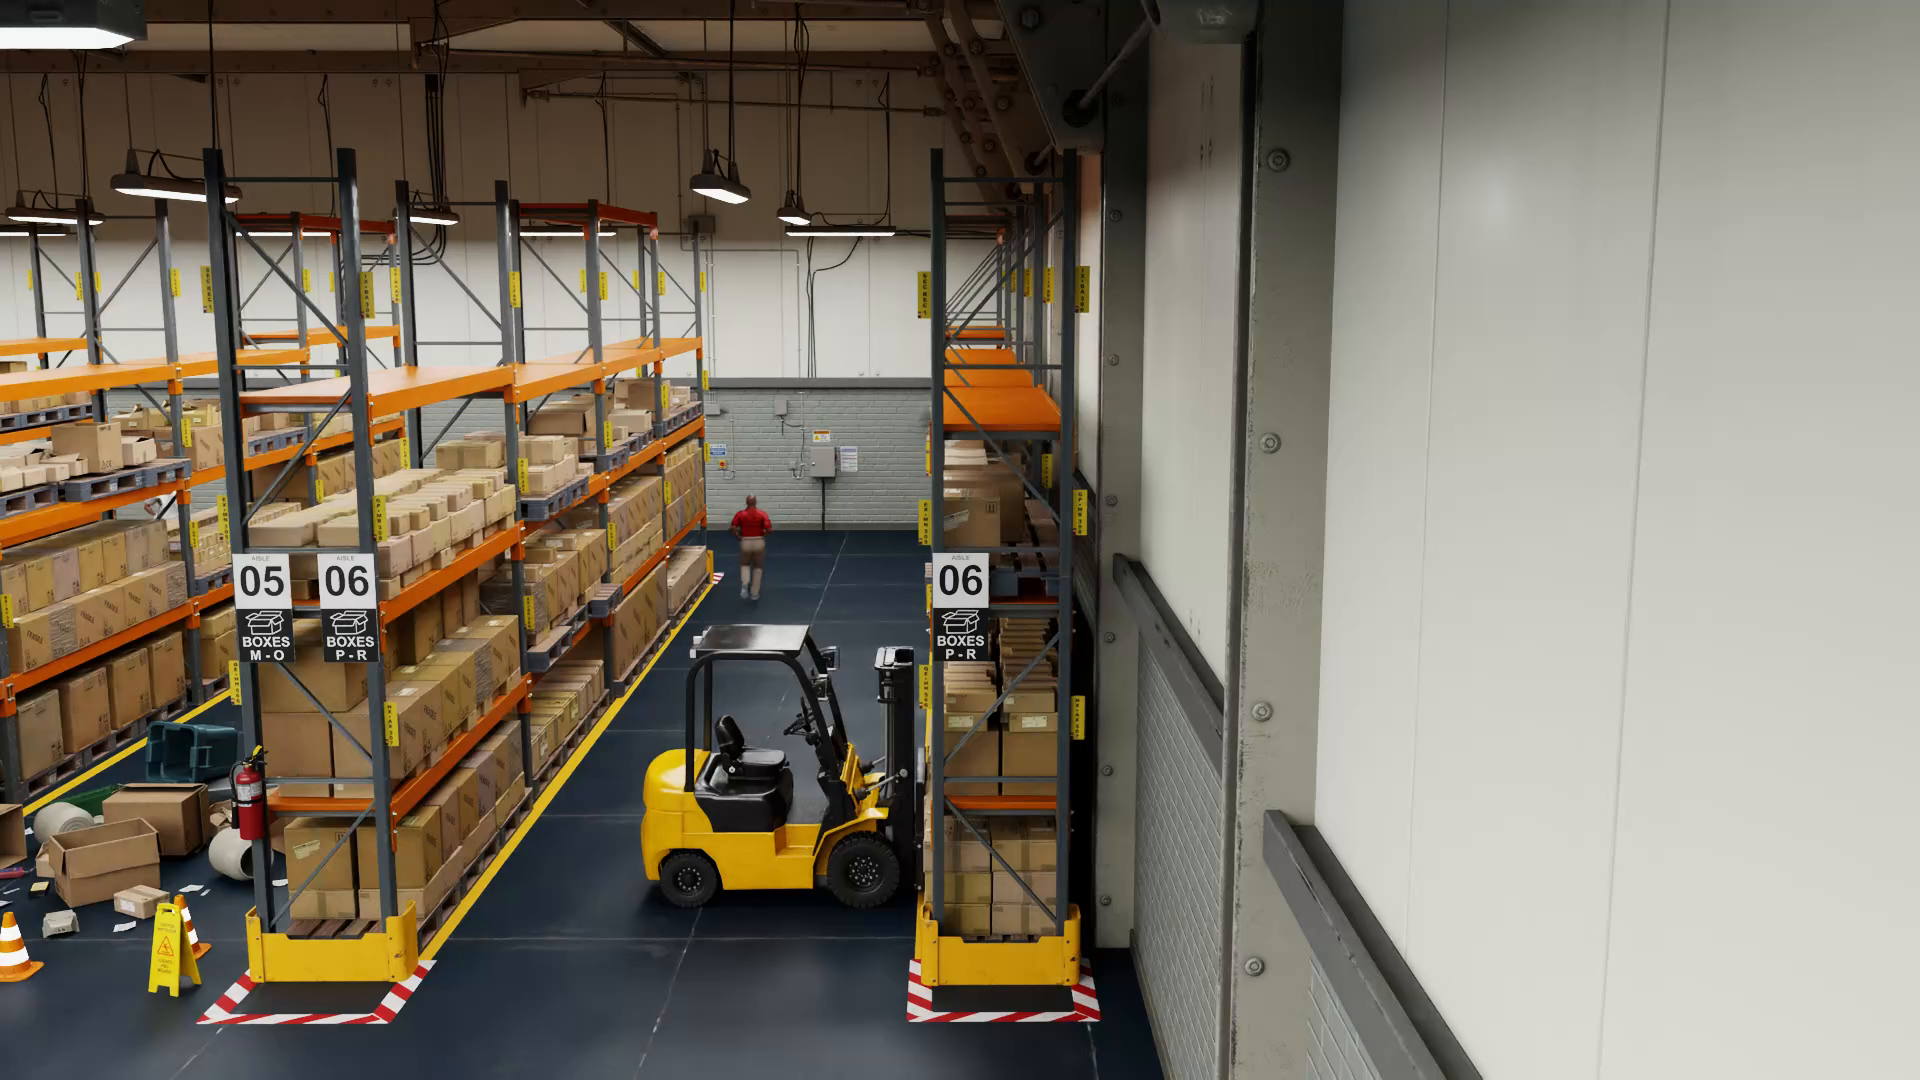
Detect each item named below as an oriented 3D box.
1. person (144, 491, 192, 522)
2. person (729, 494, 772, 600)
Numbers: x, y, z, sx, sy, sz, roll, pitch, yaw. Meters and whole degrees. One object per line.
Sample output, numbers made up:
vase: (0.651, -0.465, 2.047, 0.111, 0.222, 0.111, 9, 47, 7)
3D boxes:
person: (-13.593, -0.275, 28.740, 0.701, 1.788, 0.684, 5, 10, 27)
person: (-3.284, 0.093, 26.260, 0.653, 1.674, 0.606, 0, 9, -2)
